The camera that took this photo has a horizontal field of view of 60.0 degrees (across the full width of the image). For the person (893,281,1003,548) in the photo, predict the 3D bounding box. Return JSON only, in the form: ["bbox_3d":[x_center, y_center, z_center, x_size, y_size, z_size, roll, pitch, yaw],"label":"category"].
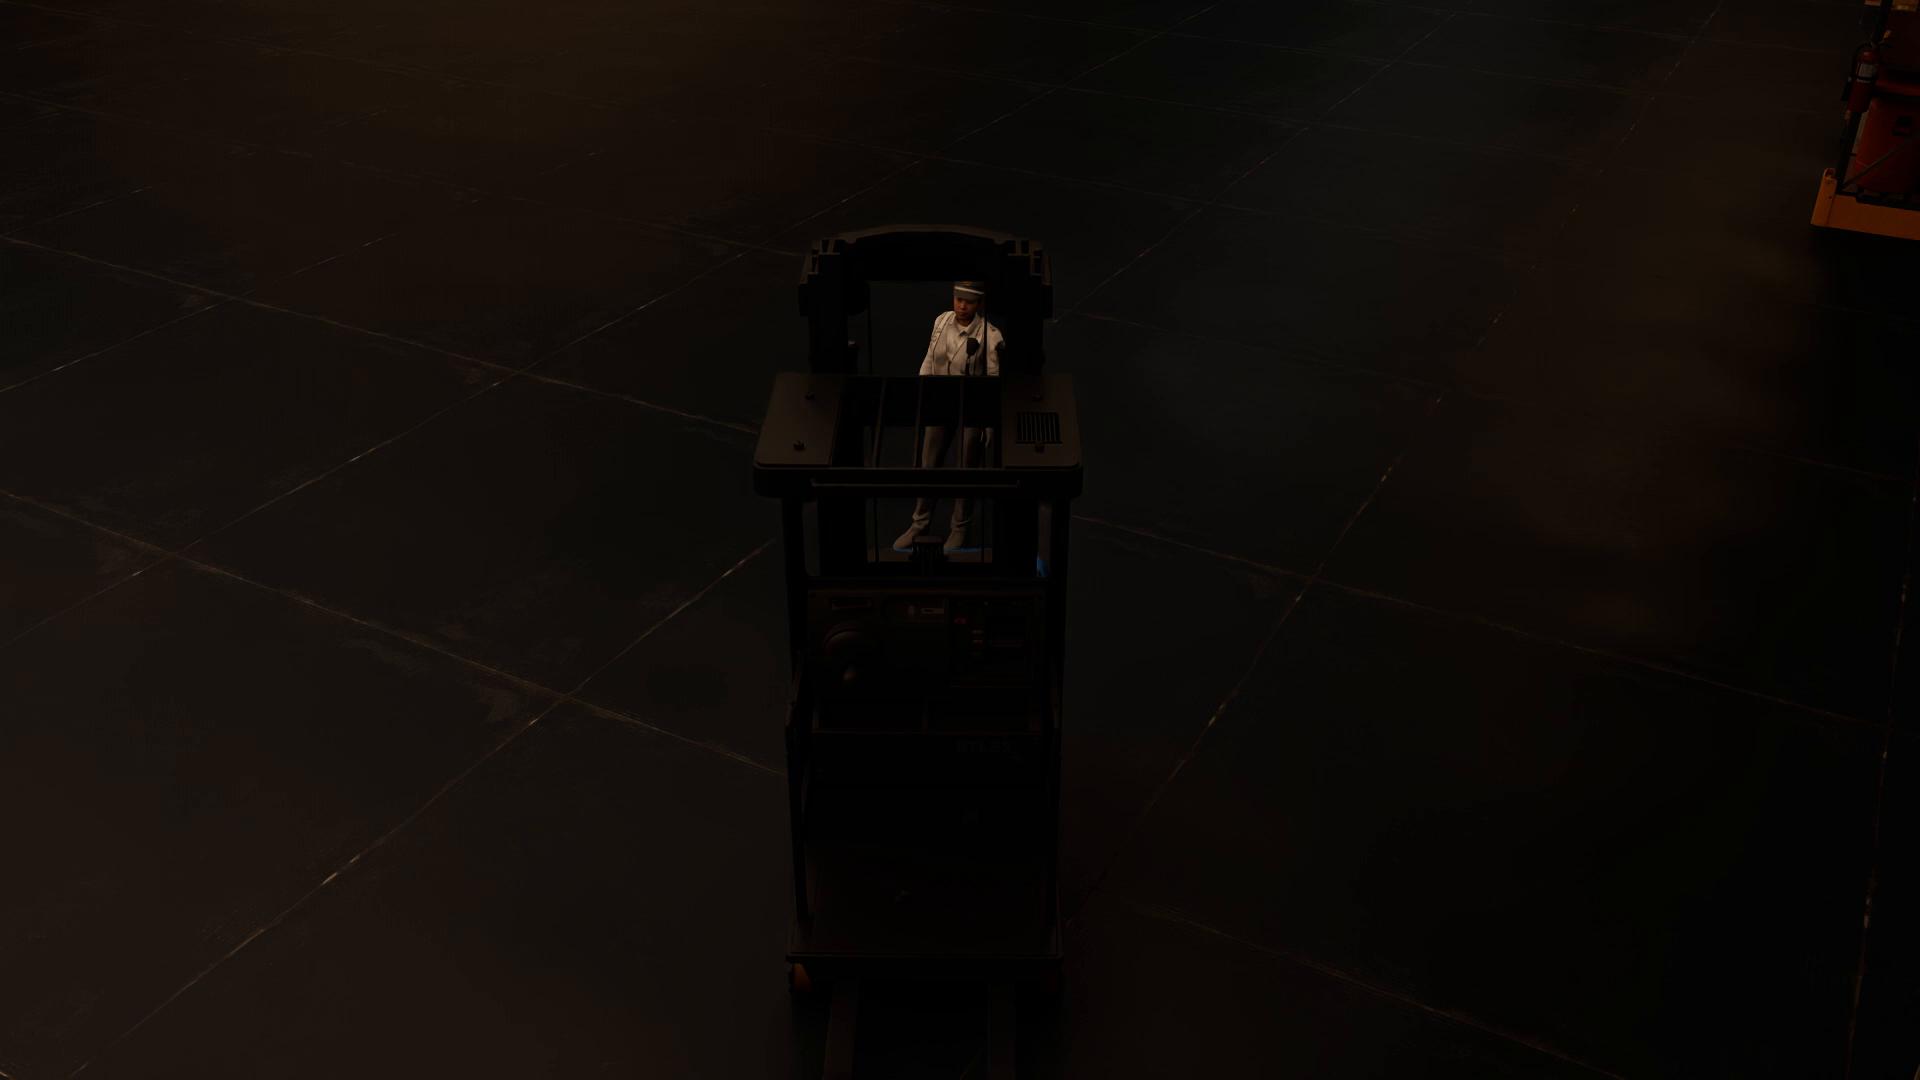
[{"bbox_3d":[-0.038,-0.712,9.527,0.587,1.696,0.534,15,33,25],"label":"person"}]

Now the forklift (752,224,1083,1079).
[{"bbox_3d":[-0.133,0.428,6.330,1.130,2.935,3.031,0,30,1],"label":"forklift"}]
